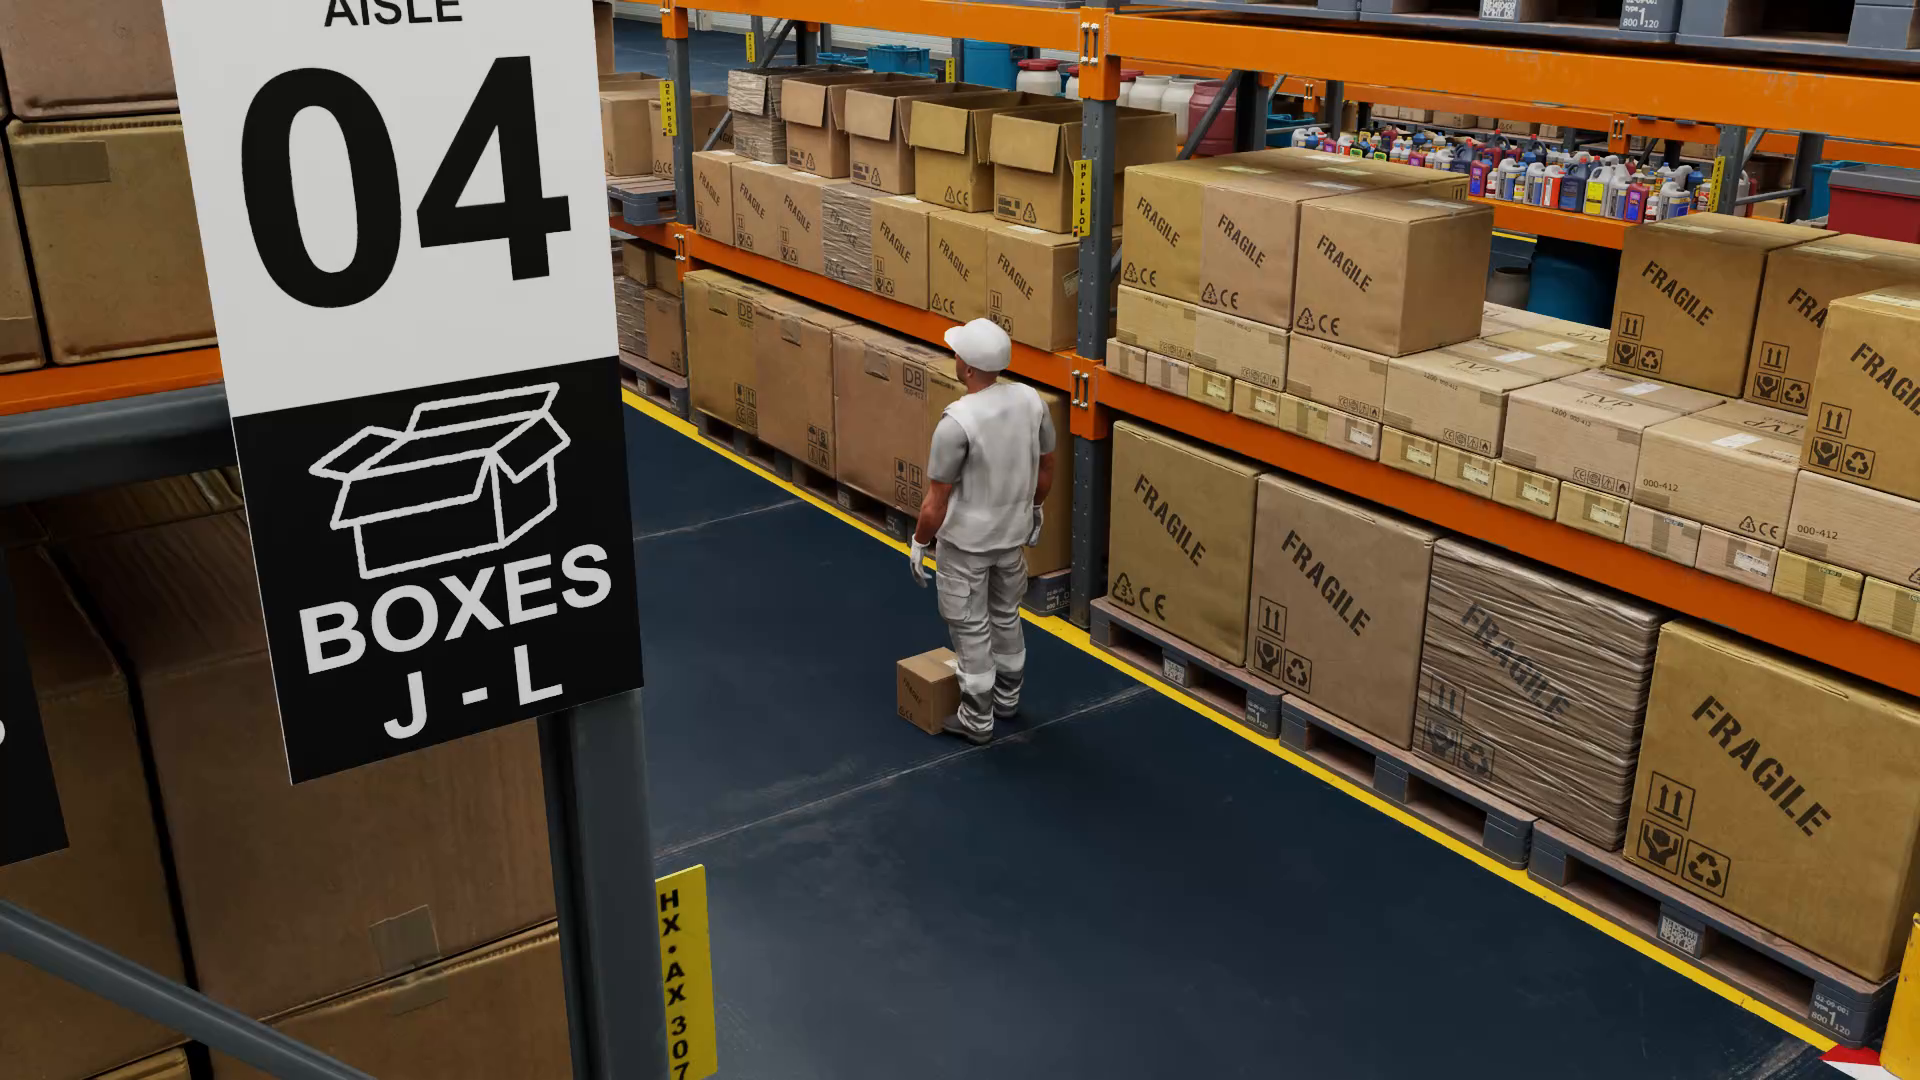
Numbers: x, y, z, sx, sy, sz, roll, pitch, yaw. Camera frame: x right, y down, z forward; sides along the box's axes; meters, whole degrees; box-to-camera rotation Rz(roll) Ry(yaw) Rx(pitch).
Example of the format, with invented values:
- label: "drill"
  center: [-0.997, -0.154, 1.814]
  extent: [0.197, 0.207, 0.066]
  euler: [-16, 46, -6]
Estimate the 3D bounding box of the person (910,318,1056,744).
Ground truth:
- label: "person"
  center: [0.047, -0.039, 6.624]
  extent: [0.637, 1.787, 0.565]
  euler: [-14, 25, -33]
